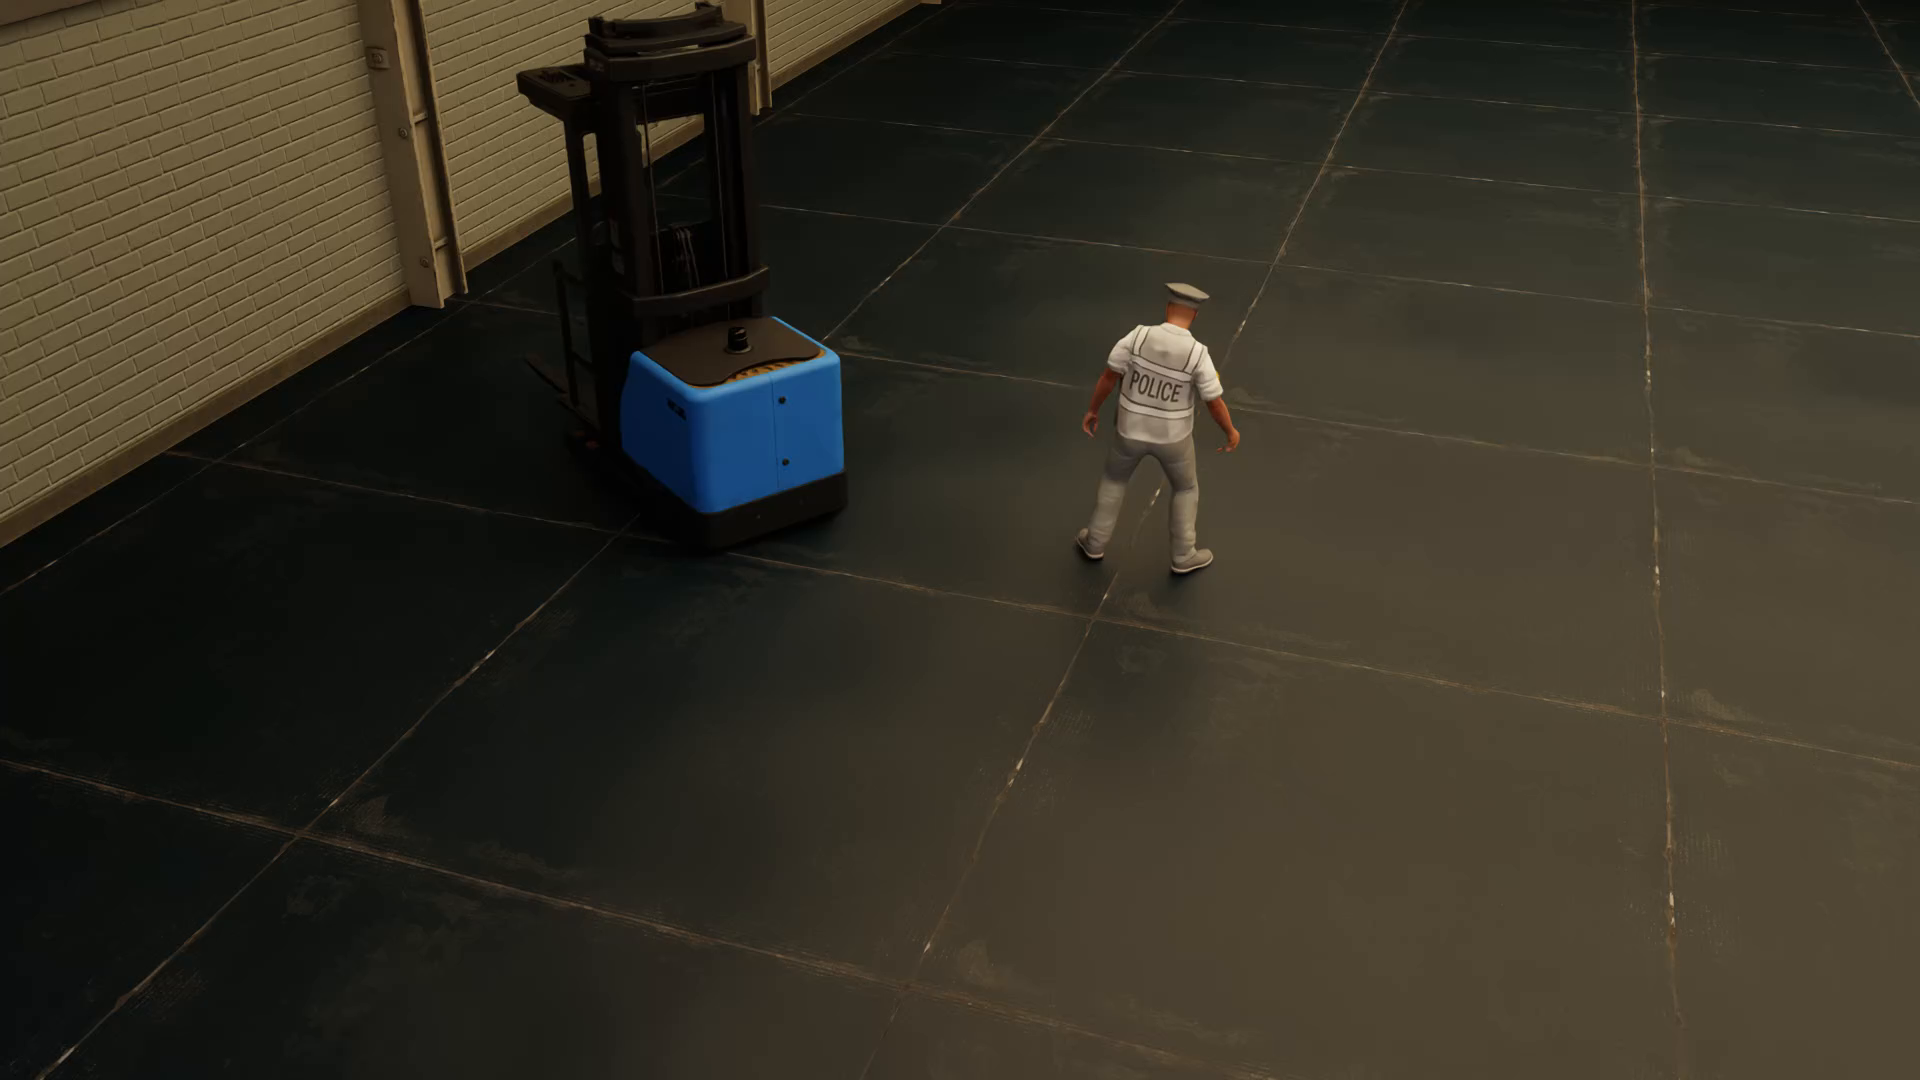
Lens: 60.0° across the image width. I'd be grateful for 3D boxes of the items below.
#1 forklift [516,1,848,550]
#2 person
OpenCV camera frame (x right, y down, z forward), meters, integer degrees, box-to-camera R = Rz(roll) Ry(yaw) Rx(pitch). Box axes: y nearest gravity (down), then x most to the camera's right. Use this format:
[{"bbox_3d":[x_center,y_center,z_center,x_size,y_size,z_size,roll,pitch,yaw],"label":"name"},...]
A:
[{"bbox_3d":[-1.973,-1.889,10.451,1.130,2.935,3.031,-20,35,-31],"label":"forklift"},{"bbox_3d":[1.122,-0.634,9.492,0.917,1.711,0.427,9,31,16],"label":"person"}]
